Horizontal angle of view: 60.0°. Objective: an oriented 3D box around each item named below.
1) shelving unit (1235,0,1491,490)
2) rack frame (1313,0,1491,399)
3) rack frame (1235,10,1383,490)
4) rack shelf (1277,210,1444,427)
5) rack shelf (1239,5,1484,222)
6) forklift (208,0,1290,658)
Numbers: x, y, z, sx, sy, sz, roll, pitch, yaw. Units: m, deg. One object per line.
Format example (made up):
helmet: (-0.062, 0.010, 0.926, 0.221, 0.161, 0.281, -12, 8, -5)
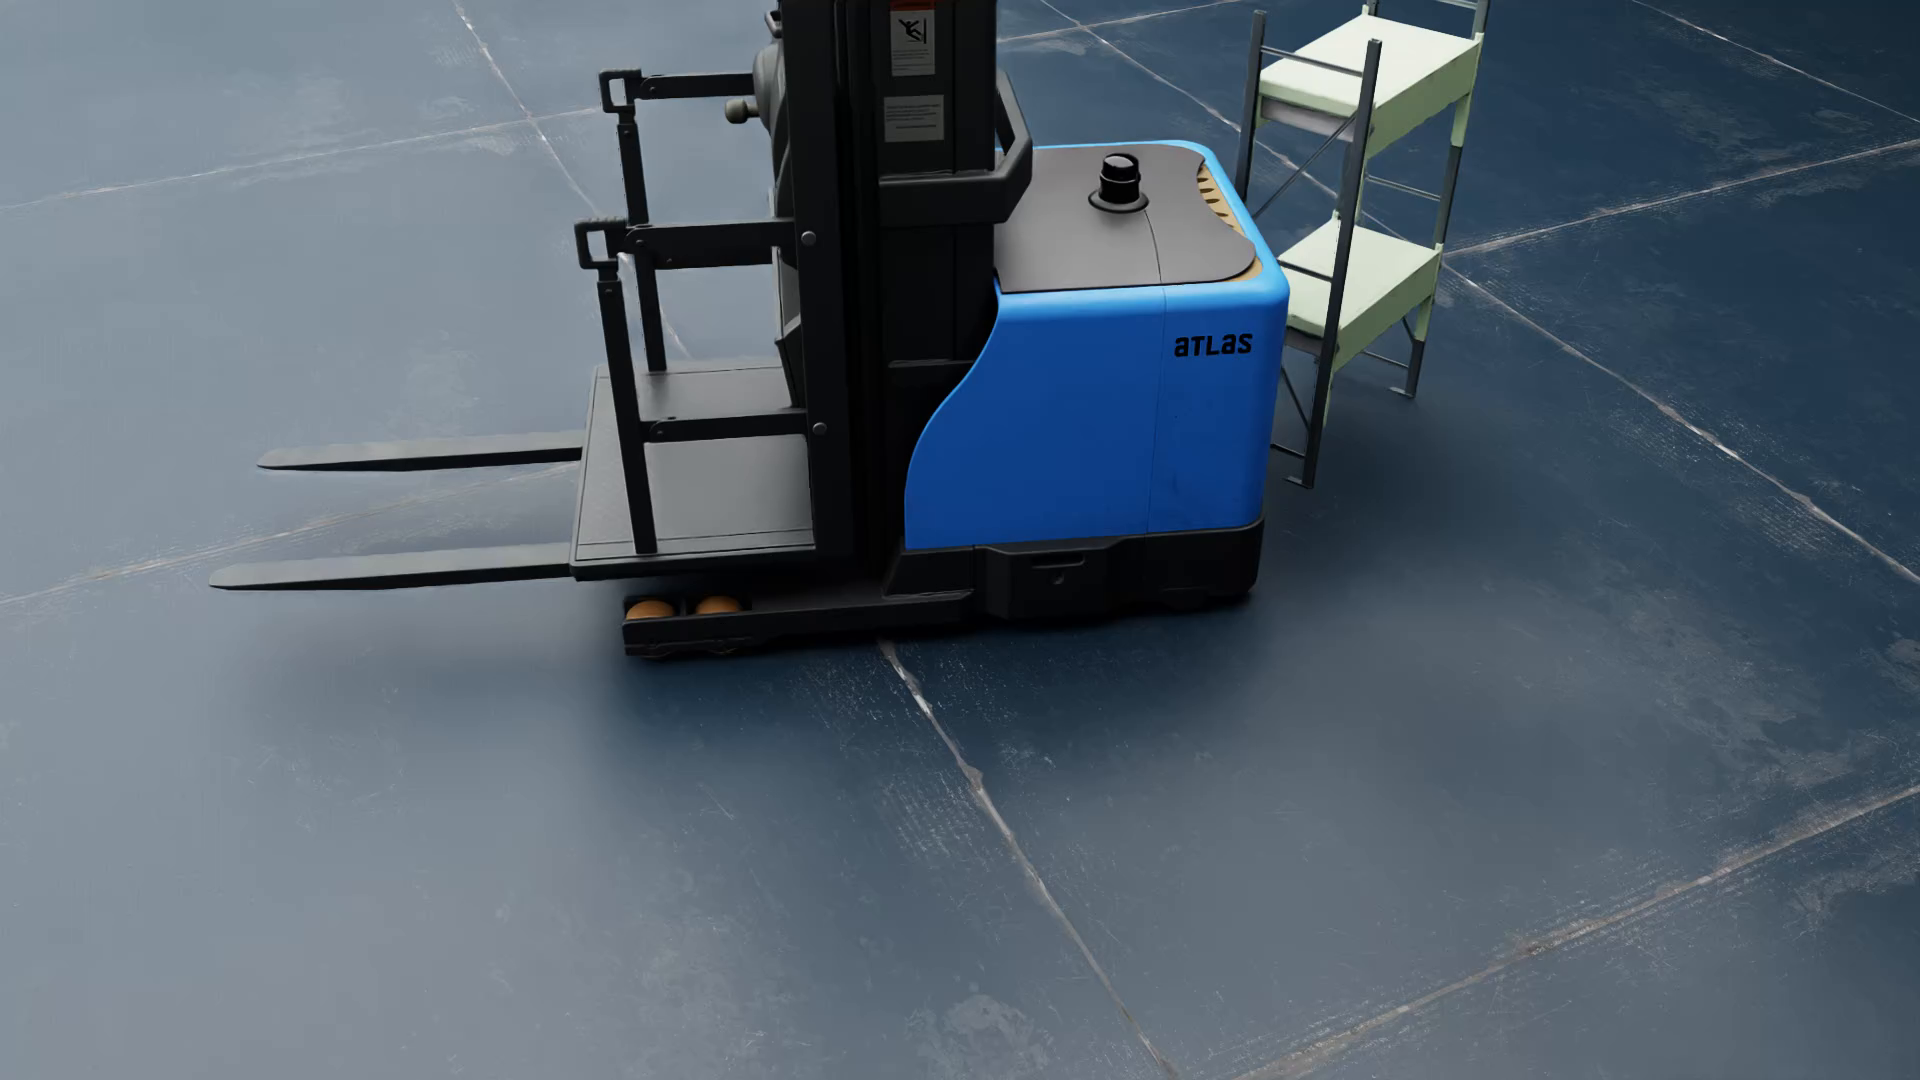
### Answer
shelving unit: (1.235, -1.016, 5.360, 0.431, 1.500, 0.755, 26, 44, 30)
rack frame: (1.465, -1.185, 5.589, 0.400, 1.500, 0.023, 26, 44, 30)
rack frame: (1.004, -0.846, 5.132, 0.400, 1.500, 0.023, 26, 44, 30)
rack shelf: (1.234, -0.754, 5.554, 0.431, 0.370, 0.720, 26, 44, 30)
rack shelf: (1.235, -1.329, 5.127, 0.431, 0.370, 0.720, 26, 44, 30)
forklift: (-0.661, -1.170, 4.368, 3.031, 2.935, 1.130, -4, 37, -5)
